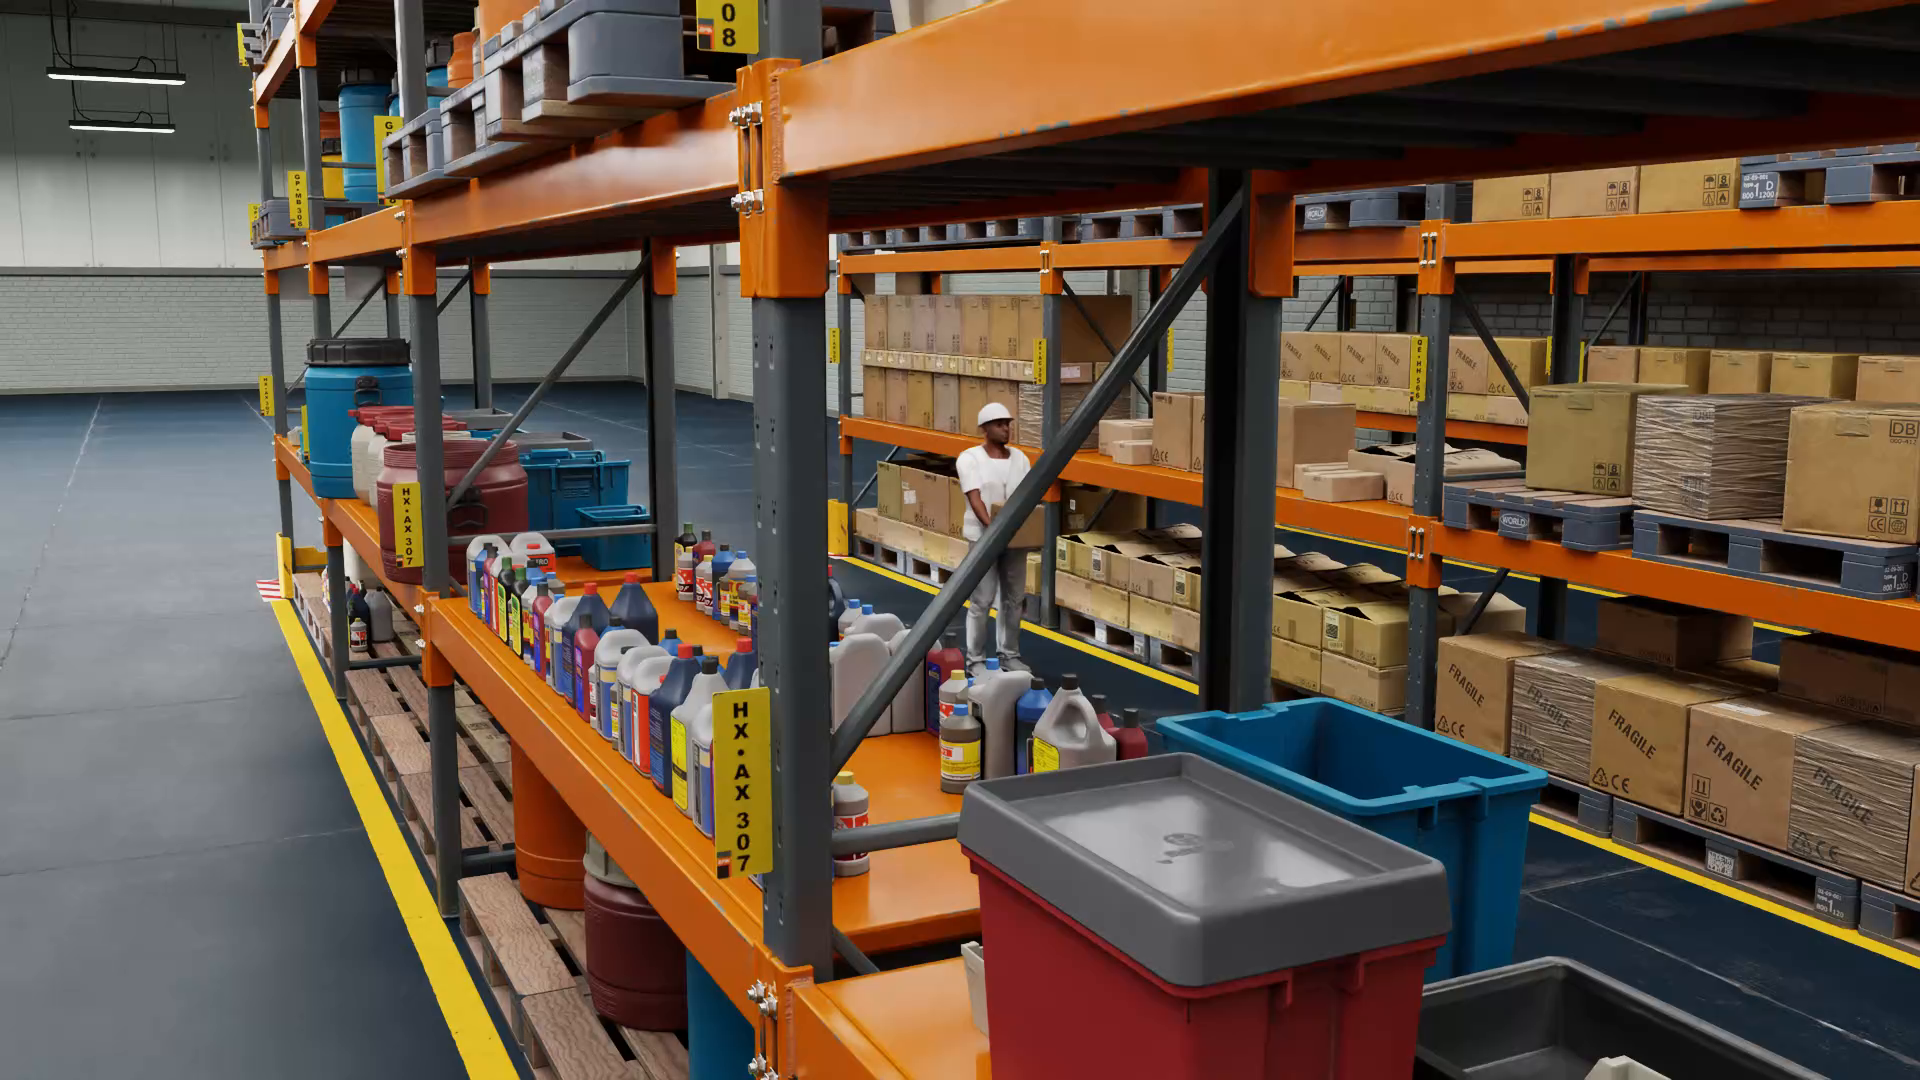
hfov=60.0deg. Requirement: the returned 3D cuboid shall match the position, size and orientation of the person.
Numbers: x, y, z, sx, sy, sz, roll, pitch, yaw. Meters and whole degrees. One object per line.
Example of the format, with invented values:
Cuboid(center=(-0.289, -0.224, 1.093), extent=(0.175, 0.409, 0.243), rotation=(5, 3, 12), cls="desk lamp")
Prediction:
Cuboid(center=(0.284, 0.014, 10.666), extent=(0.510, 1.767, 0.575), rotation=(-4, 9, -26), cls="person")
